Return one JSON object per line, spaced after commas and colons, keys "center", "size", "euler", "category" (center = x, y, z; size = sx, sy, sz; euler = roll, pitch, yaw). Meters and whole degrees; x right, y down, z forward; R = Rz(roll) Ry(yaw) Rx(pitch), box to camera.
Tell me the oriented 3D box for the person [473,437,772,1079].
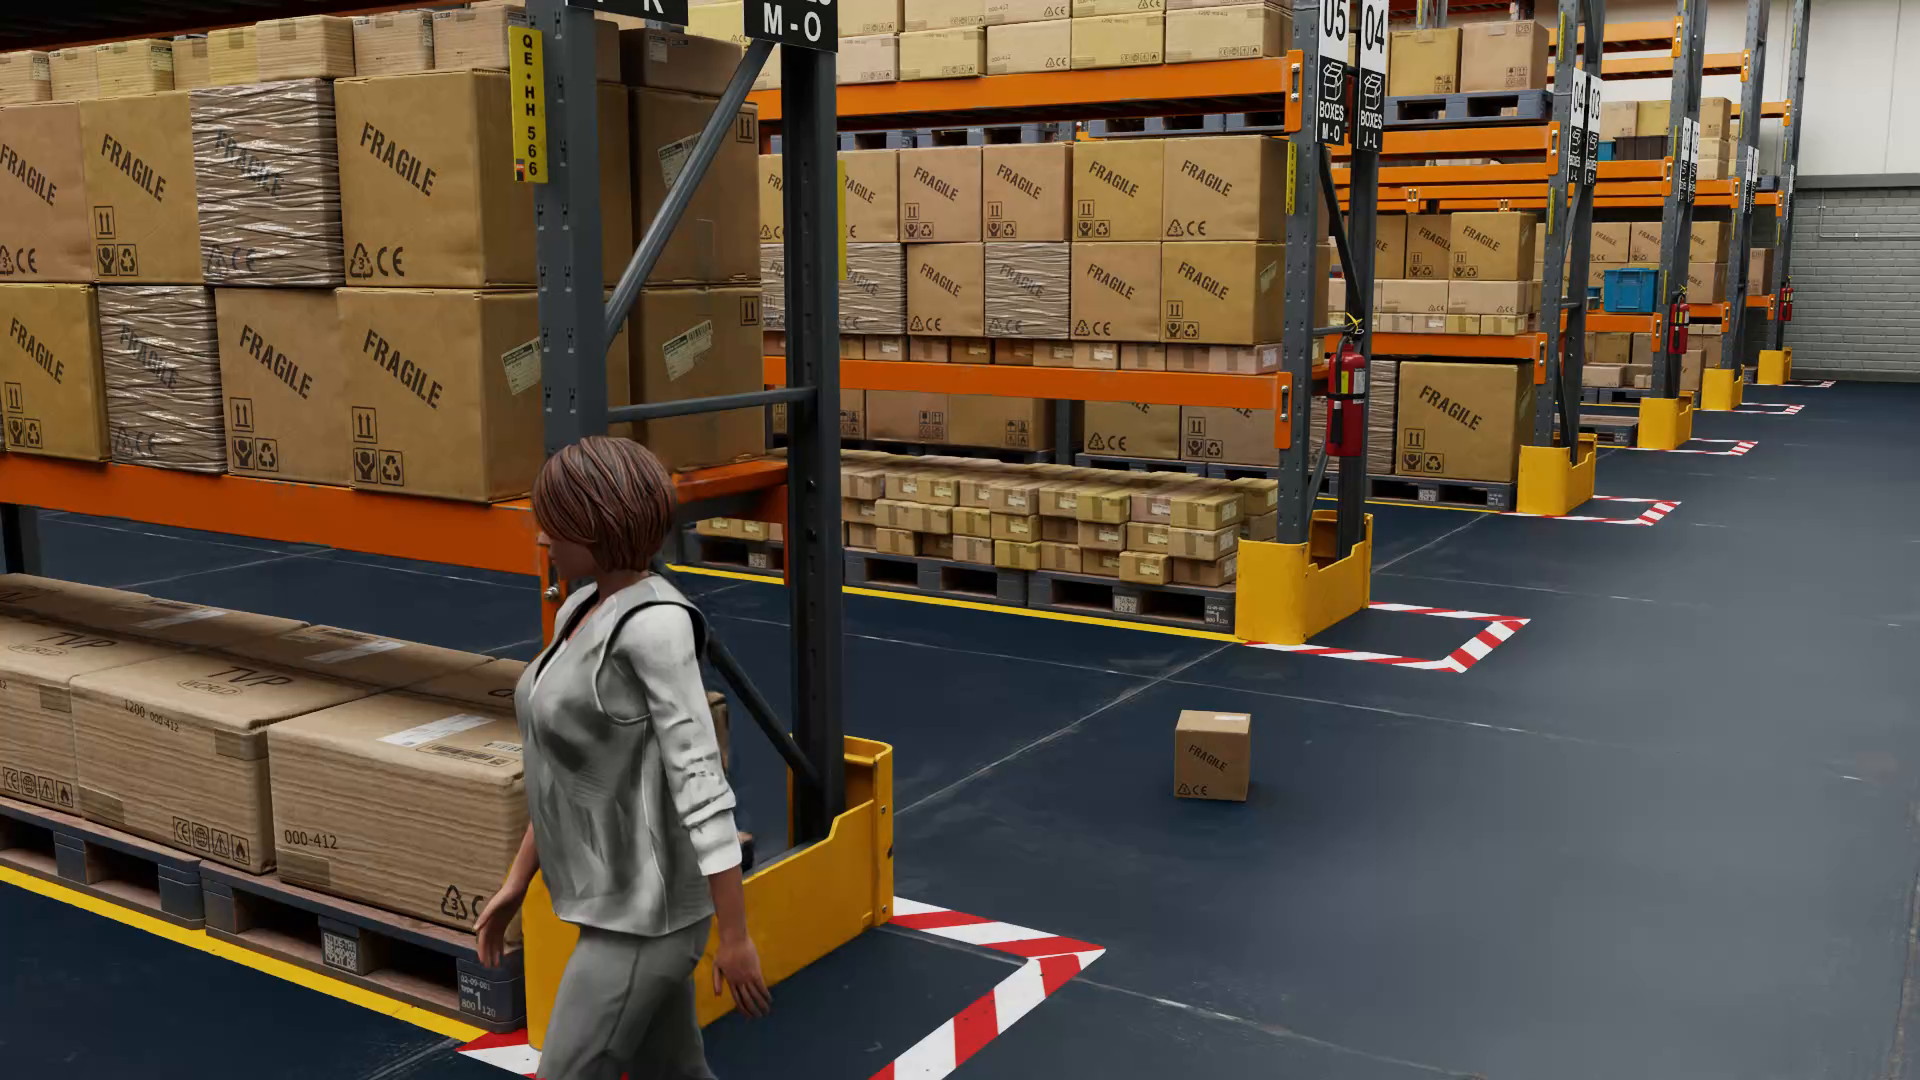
{"center": [-0.602, 0.632, 2.703], "size": [0.755, 1.562, 0.489], "euler": [-4, 11, -23], "category": "person"}
